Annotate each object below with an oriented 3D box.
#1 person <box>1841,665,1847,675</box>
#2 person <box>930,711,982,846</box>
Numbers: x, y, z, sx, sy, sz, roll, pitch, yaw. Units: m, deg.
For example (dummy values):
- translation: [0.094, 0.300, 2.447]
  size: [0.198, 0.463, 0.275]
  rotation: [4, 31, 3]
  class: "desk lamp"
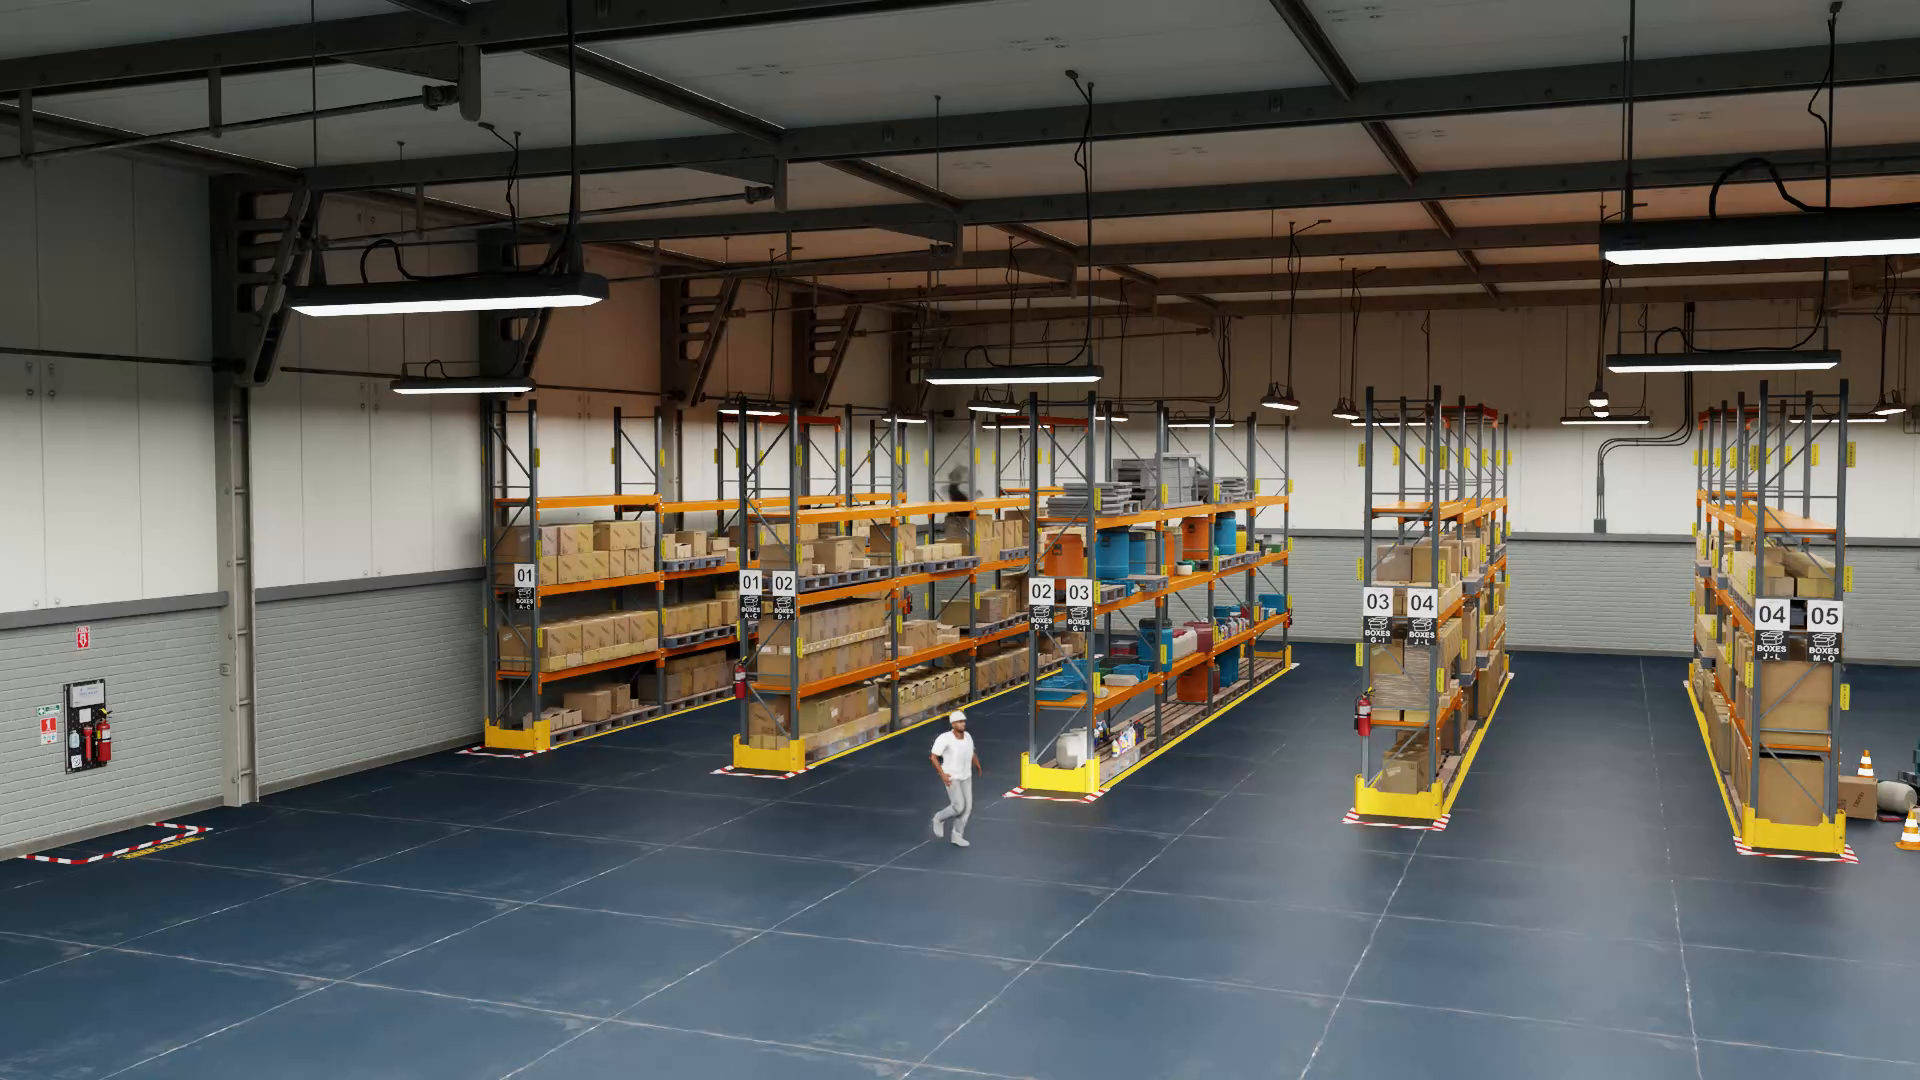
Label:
- translation: [19.033, 2.327, 36.605]
  size: [0.935, 1.778, 0.718]
  rotation: [1, 3, 19]
  class: "person"
- translation: [-0.062, 3.076, 21.577]
  size: [0.714, 1.737, 0.577]
  rotation: [-3, 4, -42]
  class: "person"
